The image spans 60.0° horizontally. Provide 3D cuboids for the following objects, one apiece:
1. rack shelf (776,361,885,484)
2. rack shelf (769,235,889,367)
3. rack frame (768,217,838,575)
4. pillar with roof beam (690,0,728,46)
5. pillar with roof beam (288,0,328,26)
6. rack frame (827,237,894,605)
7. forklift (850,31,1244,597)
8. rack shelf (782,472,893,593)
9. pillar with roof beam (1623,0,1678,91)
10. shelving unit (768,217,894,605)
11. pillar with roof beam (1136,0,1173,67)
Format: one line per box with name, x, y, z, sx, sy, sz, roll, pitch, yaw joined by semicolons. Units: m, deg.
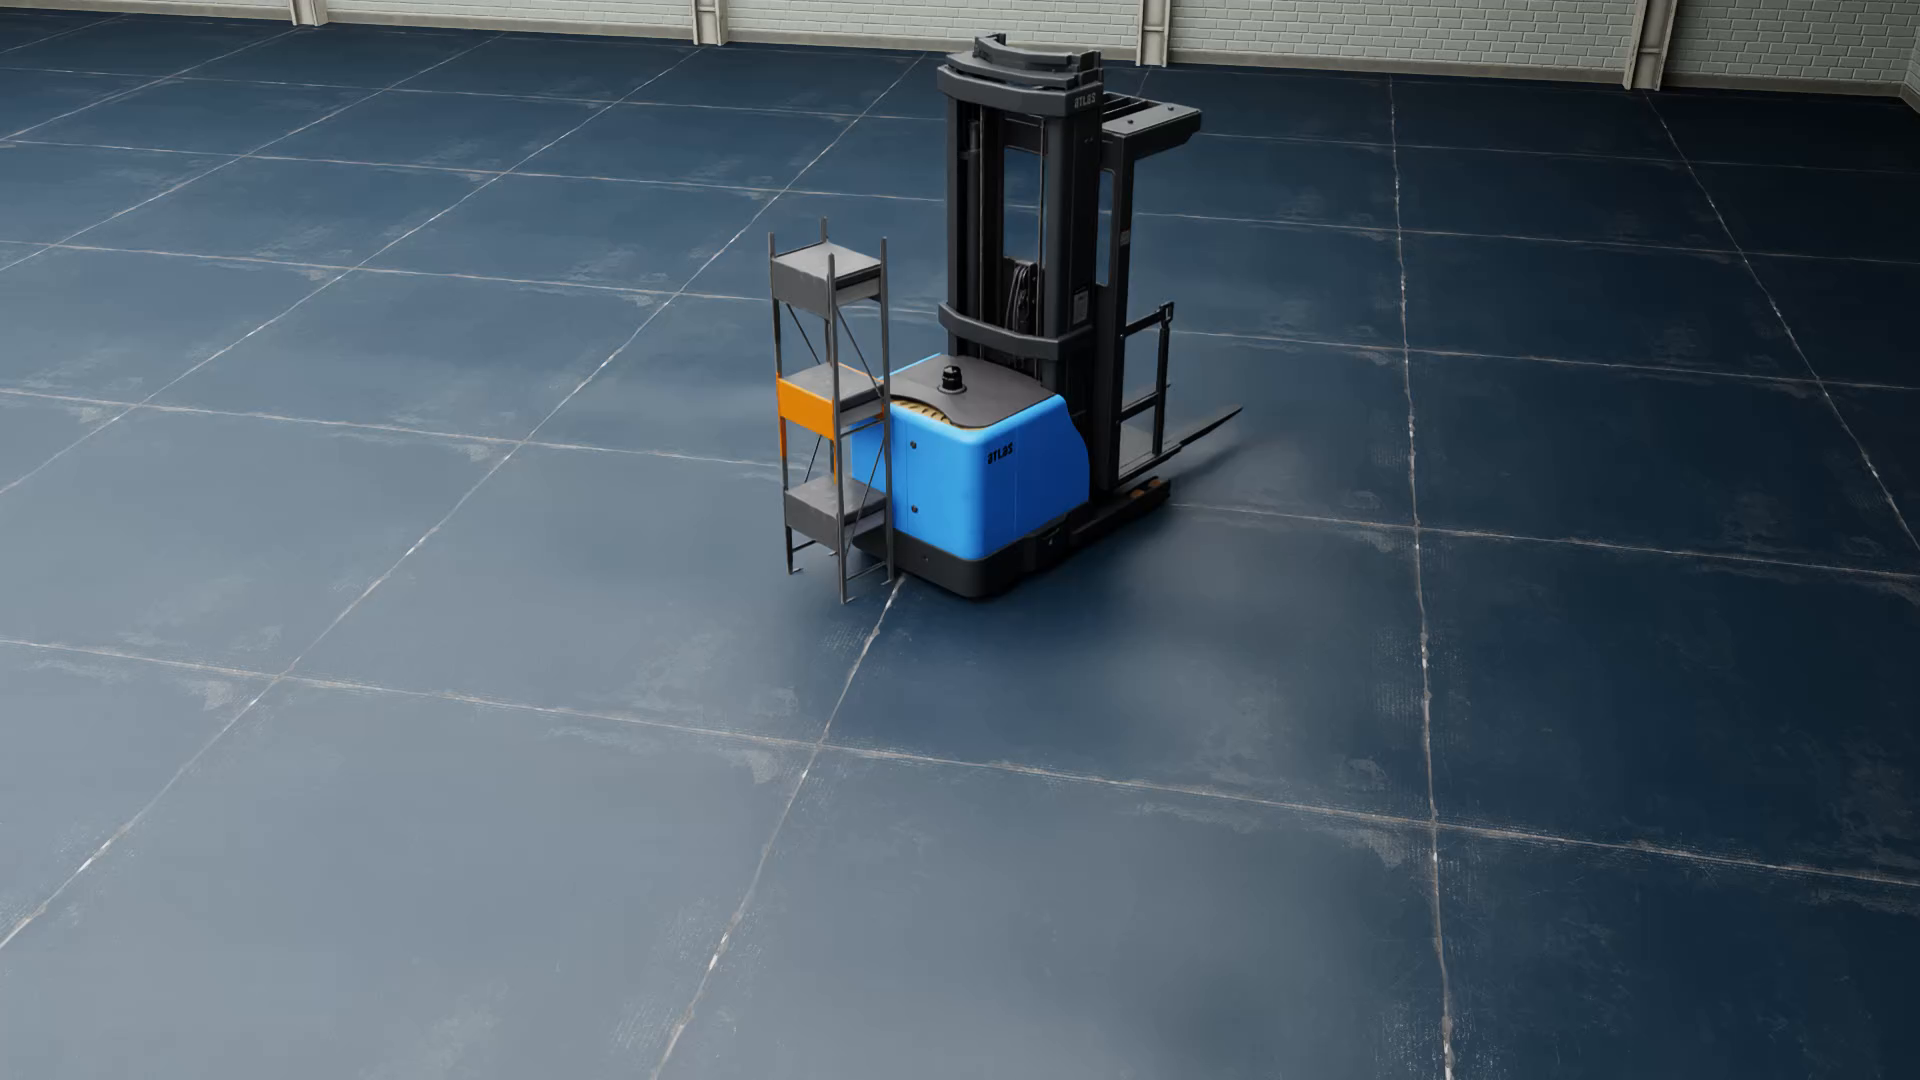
rack shelf;-0.708;-0.687;9.346;0.431;0.518;0.480;-25;38;-38
rack shelf;-0.708;-1.301;9.010;0.431;0.518;0.480;-25;38;-38
rack frame;-0.879;-0.782;9.492;0.400;2.100;0.015;-25;38;-38
pillar with roof beam;-4.278;-8.689;16.750;0.400;9.000;9.100;6;29;11
pillar with roof beam;-10.146;-9.291;17.849;0.400;9.000;9.100;6;29;11
rack frame;-0.536;-0.615;9.187;0.400;2.100;0.015;-25;38;-38
forklift;0.701;-1.583;10.089;1.130;2.935;3.031;23;36;36
rack shelf;-0.708;-0.073;9.682;0.431;0.518;0.480;-25;38;-38
pillar with roof beam;7.457;-7.486;14.552;0.400;9.000;9.100;6;29;11
shelving unit;-0.708;-0.699;9.339;0.431;2.100;0.503;-25;38;-38
pillar with roof beam;1.590;-8.087;15.651;0.400;9.000;9.100;6;29;11
